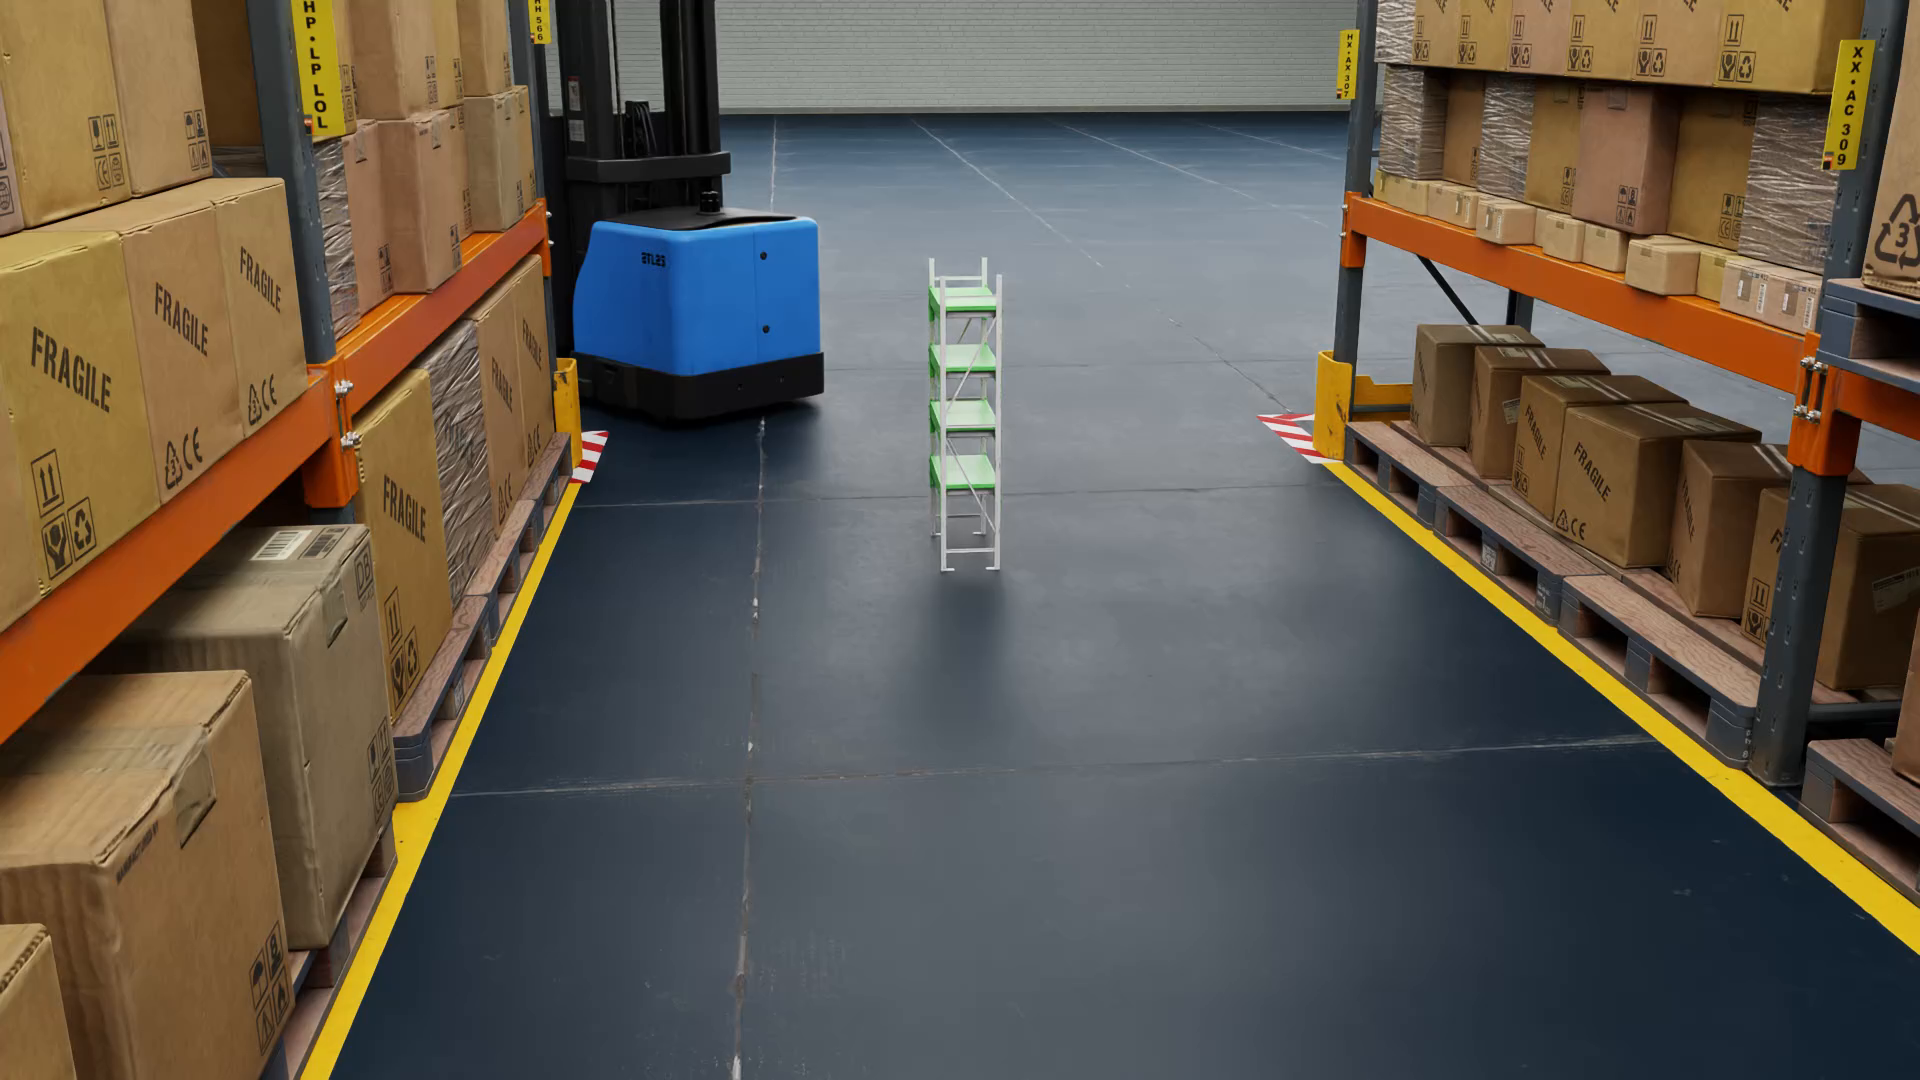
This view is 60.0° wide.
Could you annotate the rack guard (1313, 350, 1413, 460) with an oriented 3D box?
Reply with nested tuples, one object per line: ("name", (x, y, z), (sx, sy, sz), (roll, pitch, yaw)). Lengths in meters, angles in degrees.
("rack guard", (2.445, -0.712, 8.610), (1.175, 0.500, 0.348), (-2, 18, -6))

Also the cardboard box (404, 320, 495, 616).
("cardboard box", (-2.186, -0.257, 5.833), (0.875, 0.875, 0.875), (-2, 18, -5))

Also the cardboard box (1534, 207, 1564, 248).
("cardboard box", (2.446, -1.195, 6.394), (0.380, 0.149, 0.250), (-2, 18, -6))

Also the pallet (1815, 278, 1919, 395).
("pallet", (2.784, -0.412, 3.801), (1.003, 0.211, 1.213), (-2, 18, -6))

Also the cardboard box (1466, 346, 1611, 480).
("cardboard box", (2.581, -0.571, 7.461), (0.500, 0.500, 0.500), (3, 18, 9))

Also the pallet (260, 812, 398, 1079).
("pallet", (-1.939, 0.946, 3.812), (1.003, 0.211, 1.213), (-2, 18, -6))

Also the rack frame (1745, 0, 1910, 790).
("rack frame", (2.850, -0.735, 4.511), (1.000, 3.000, 0.127), (-2, 18, -6))

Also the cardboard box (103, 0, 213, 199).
("cardboard box", (-2.037, -0.989, 3.484), (0.700, 0.500, 0.500), (-2, 18, -7))

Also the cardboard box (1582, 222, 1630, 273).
("cardboard box", (2.456, -1.044, 5.915), (0.380, 0.149, 0.250), (-2, 18, -6))

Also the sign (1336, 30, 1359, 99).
("sign", (1.898, -2.323, 8.124), (0.100, 0.325, 0.005), (-2, 18, -6))

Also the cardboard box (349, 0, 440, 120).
("cardboard box", (-2.189, -1.635, 5.325), (0.875, 0.550, 0.550), (-2, 18, -6))

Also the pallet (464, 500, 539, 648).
("pallet", (-2.223, 0.125, 6.427), (1.003, 0.211, 1.213), (-2, 18, -6))

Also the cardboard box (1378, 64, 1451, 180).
("cardboard box", (2.467, -1.952, 7.723), (0.875, 0.500, 0.500), (-2, 18, -6))

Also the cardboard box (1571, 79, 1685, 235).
("cardboard box", (2.697, -1.357, 5.828), (0.875, 0.500, 0.500), (-2, 18, -6))

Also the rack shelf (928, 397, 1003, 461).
("rack shelf", (0.017, -0.462, 6.859), (0.258, 0.148, 0.480), (-2, 18, -6))

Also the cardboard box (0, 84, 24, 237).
("cardboard box", (-1.930, -0.685, 2.516), (0.700, 0.500, 0.500), (-2, 18, -5))

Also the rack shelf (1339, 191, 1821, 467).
("rack shelf", (2.644, -0.988, 6.517), (1.077, 0.370, 4.000), (-2, 18, -6))

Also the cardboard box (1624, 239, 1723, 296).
("cardboard box", (2.417, -0.893, 5.432), (0.380, 0.149, 0.250), (-2, 18, -6))

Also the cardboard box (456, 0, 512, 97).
("cardboard box", (-2.358, -2.118, 6.862), (0.875, 0.550, 0.550), (-2, 18, -6))

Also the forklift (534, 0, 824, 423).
("forklift", (-2.194, -2.399, 9.926), (3.031, 2.935, 1.130), (16, 24, 42))

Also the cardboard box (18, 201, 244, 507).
("cardboard box", (-1.722, -0.362, 3.156), (0.500, 0.500, 0.500), (-2, 18, -6))

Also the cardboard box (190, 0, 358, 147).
("cardboard box", (-2.098, -1.310, 4.289), (0.875, 0.550, 0.550), (-2, 18, -6))

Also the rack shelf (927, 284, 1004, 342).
("rack shelf", (0.017, -0.920, 6.716), (0.258, 0.148, 0.480), (-2, 18, -6))

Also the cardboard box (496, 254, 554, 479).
("cardboard box", (-2.371, -0.791, 7.534), (0.875, 0.875, 0.875), (-2, 18, -5))

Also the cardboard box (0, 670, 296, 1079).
("cardboard box", (-1.845, 0.730, 2.897), (1.050, 0.750, 0.750), (-2, 18, -6))

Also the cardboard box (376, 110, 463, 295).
("cardboard box", (-2.162, -1.121, 5.490), (0.875, 0.550, 0.550), (-2, 18, -6))

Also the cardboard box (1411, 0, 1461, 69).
("cardboard box", (2.268, -2.272, 7.074), (0.500, 0.500, 0.500), (-2, 18, -6))

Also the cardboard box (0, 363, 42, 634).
("cardboard box", (-1.615, -0.060, 2.195), (0.500, 0.500, 0.500), (-2, 18, -6))

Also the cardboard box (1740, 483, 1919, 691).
("cardboard box", (2.849, 0.137, 5.207), (0.500, 0.500, 0.500), (-2, 18, -7))

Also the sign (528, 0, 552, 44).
("sign", (-1.965, -2.482, 7.747), (0.100, 0.325, 0.005), (-2, 18, -6))

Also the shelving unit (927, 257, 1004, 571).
("shelving unit", (0.017, -0.523, 6.840), (0.258, 1.200, 0.503), (-2, 18, -6))

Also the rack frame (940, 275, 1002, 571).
("rack frame", (0.042, -0.450, 6.609), (0.240, 1.200, 0.015), (-2, 18, -6))

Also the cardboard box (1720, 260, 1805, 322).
("cardboard box", (2.519, -0.745, 4.962), (0.380, 0.149, 0.250), (-2, 18, -6))

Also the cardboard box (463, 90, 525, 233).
("cardboard box", (-2.345, -1.603, 7.025), (0.875, 0.550, 0.550), (-2, 18, -6))

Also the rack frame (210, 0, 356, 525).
("rack frame", (-2.094, -0.612, 4.119), (1.000, 3.000, 0.127), (-2, 18, -6))

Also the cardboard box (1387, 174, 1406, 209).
("cardboard box", (2.237, -1.640, 7.812), (0.380, 0.149, 0.250), (-2, 18, -6))

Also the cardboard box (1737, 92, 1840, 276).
("cardboard box", (2.865, -1.061, 4.885), (0.875, 0.500, 0.500), (-2, 18, -6))

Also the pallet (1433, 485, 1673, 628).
("pallet", (2.617, 0.032, 6.723), (1.003, 0.211, 1.213), (-2, 18, -6))

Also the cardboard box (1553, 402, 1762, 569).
("cardboard box", (2.640, -0.216, 6.331), (0.500, 0.500, 0.500), (-3, 18, -11))

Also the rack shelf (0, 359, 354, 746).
("rack shelf", (-1.887, 0.327, 2.329), (1.077, 0.370, 4.000), (-2, 18, -6))

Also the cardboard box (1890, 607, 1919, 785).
("cardboard box", (2.892, 0.431, 4.235), (0.700, 0.500, 0.500), (-3, 18, -10))

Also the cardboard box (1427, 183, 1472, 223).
("cardboard box", (2.294, -1.491, 7.338), (0.380, 0.149, 0.250), (-2, 18, -6))

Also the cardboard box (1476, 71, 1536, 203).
("cardboard box", (2.647, -1.656, 6.782), (0.875, 0.500, 0.500), (-2, 18, -6))

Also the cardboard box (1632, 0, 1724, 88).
("cardboard box", (2.477, -1.676, 5.177), (0.500, 0.500, 0.500), (-2, 18, -6))

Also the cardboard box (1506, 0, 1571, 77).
("cardboard box", (2.378, -1.975, 6.126), (0.500, 0.500, 0.500), (-2, 18, -6))

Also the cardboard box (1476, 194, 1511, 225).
("cardboard box", (2.365, -1.343, 6.866), (0.380, 0.149, 0.250), (-2, 18, -6))

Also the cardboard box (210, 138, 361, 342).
("cardboard box", (-2.144, -0.793, 4.446), (0.875, 0.550, 0.550), (-2, 18, -6))
